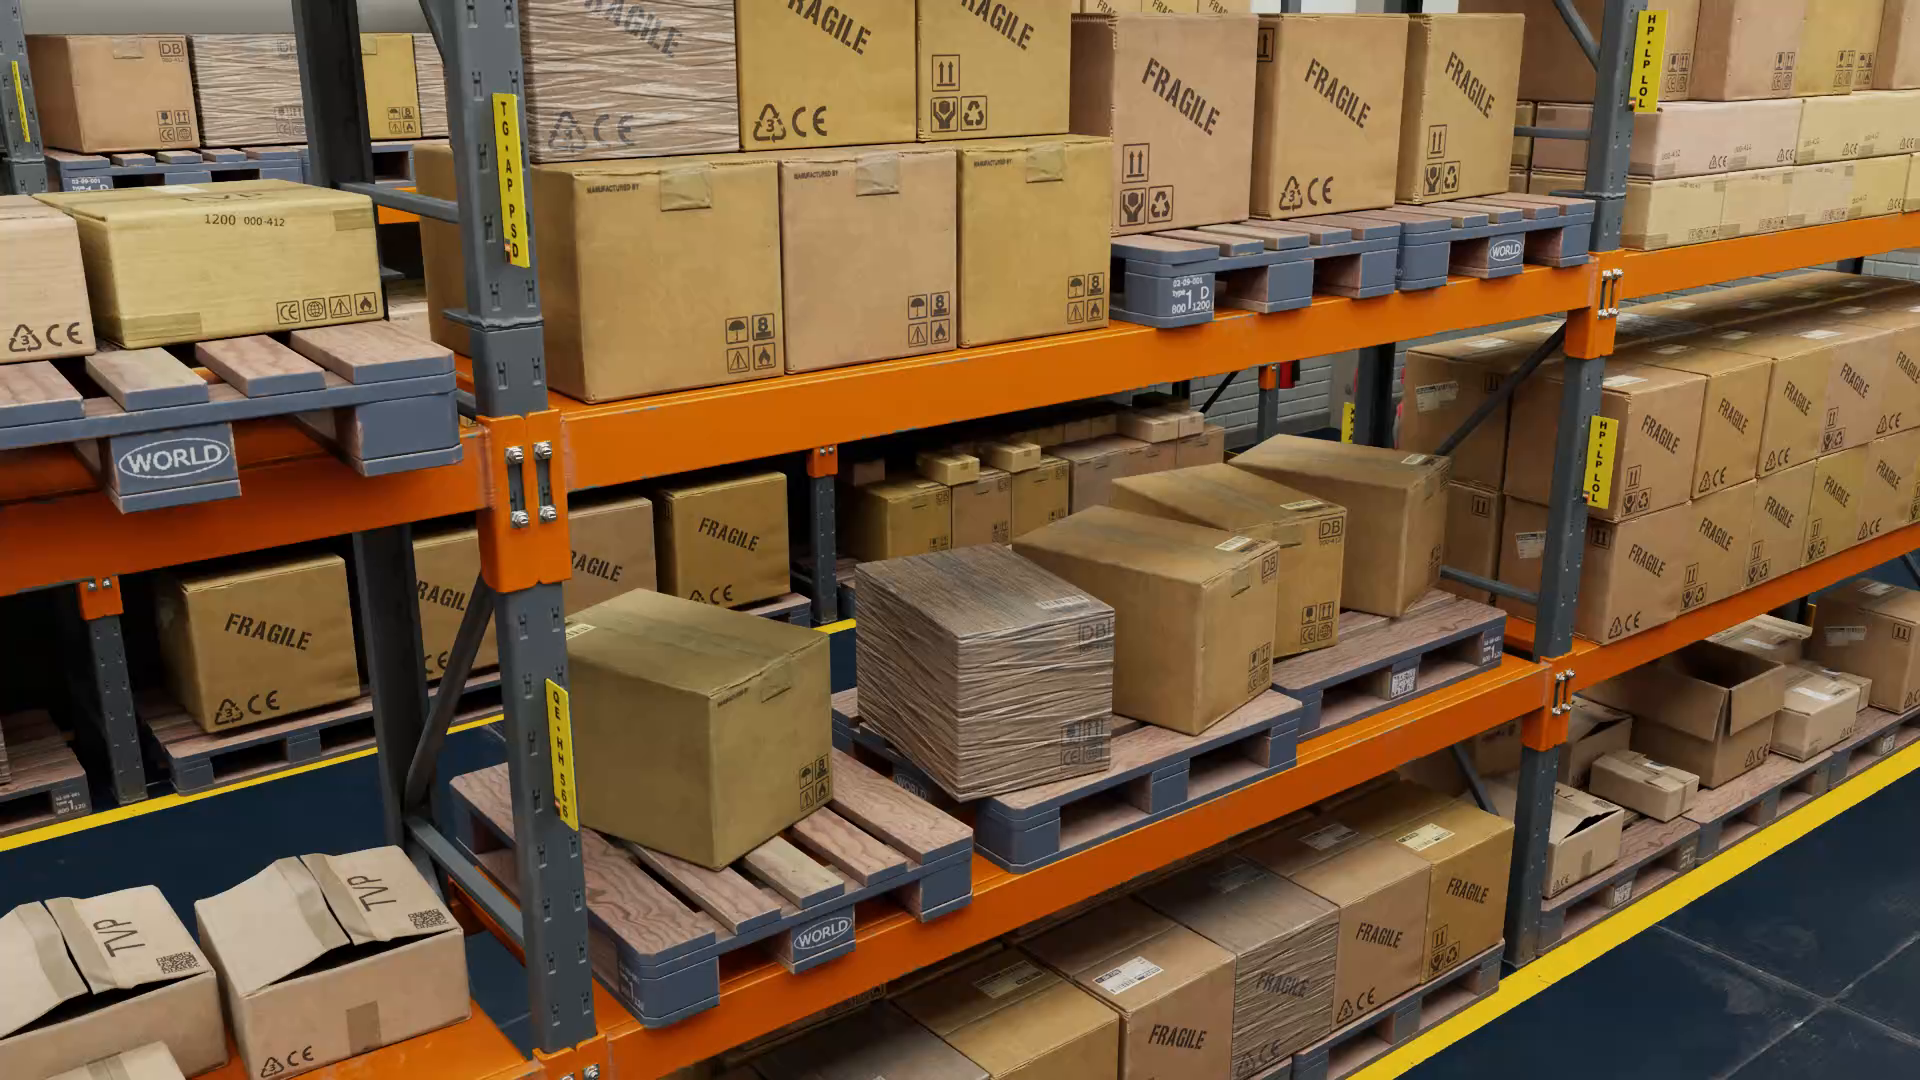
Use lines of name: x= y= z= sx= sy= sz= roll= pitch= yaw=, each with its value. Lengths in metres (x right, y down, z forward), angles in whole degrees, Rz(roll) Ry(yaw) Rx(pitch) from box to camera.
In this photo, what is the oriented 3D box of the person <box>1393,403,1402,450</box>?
person: x=2.721 y=-0.223 z=9.639 sx=0.545 sy=1.781 sz=0.545 roll=-7 pitch=19 yaw=-22
